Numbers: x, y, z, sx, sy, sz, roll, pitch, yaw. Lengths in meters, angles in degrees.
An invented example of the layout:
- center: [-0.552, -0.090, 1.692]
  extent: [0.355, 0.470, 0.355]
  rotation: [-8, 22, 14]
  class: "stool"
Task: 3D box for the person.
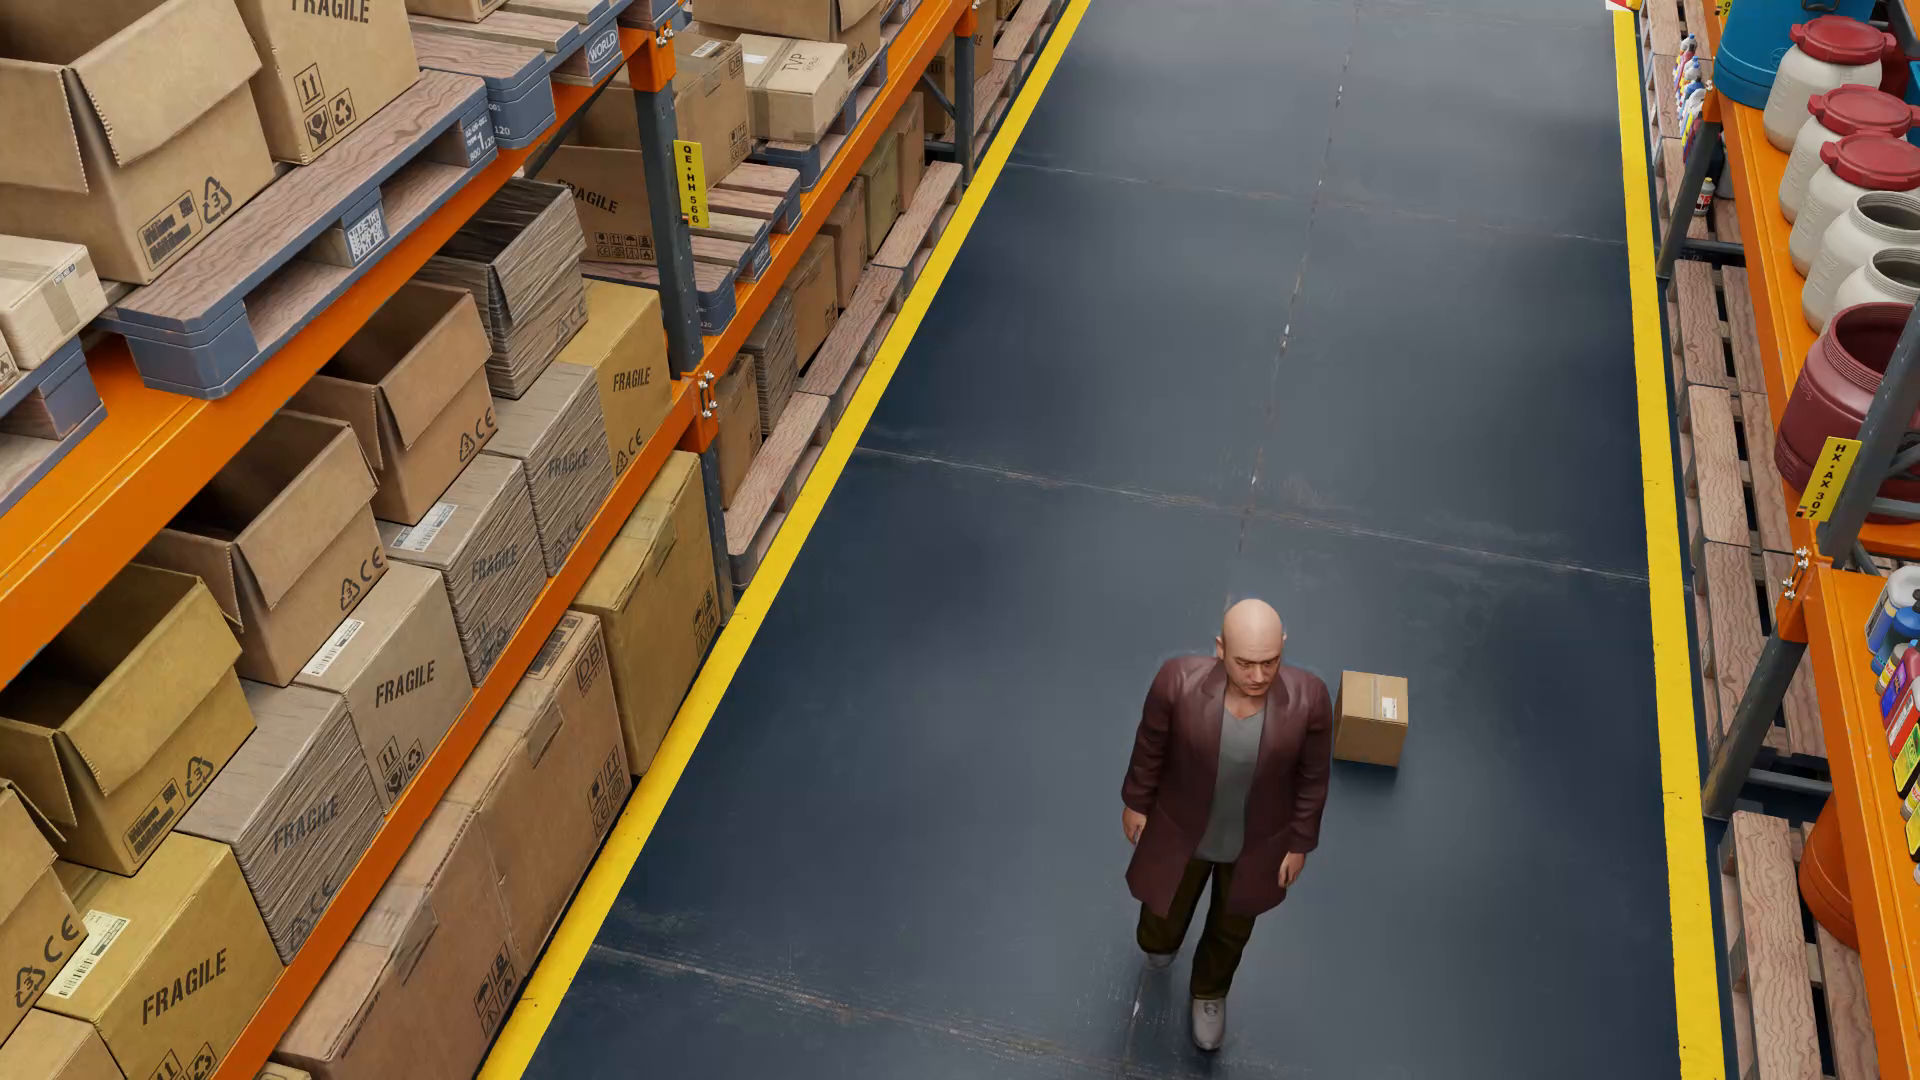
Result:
- center: [0.794, 0.864, 5.107]
  extent: [0.608, 1.769, 0.559]
  rotation: [5, 41, 6]
  class: "person"
